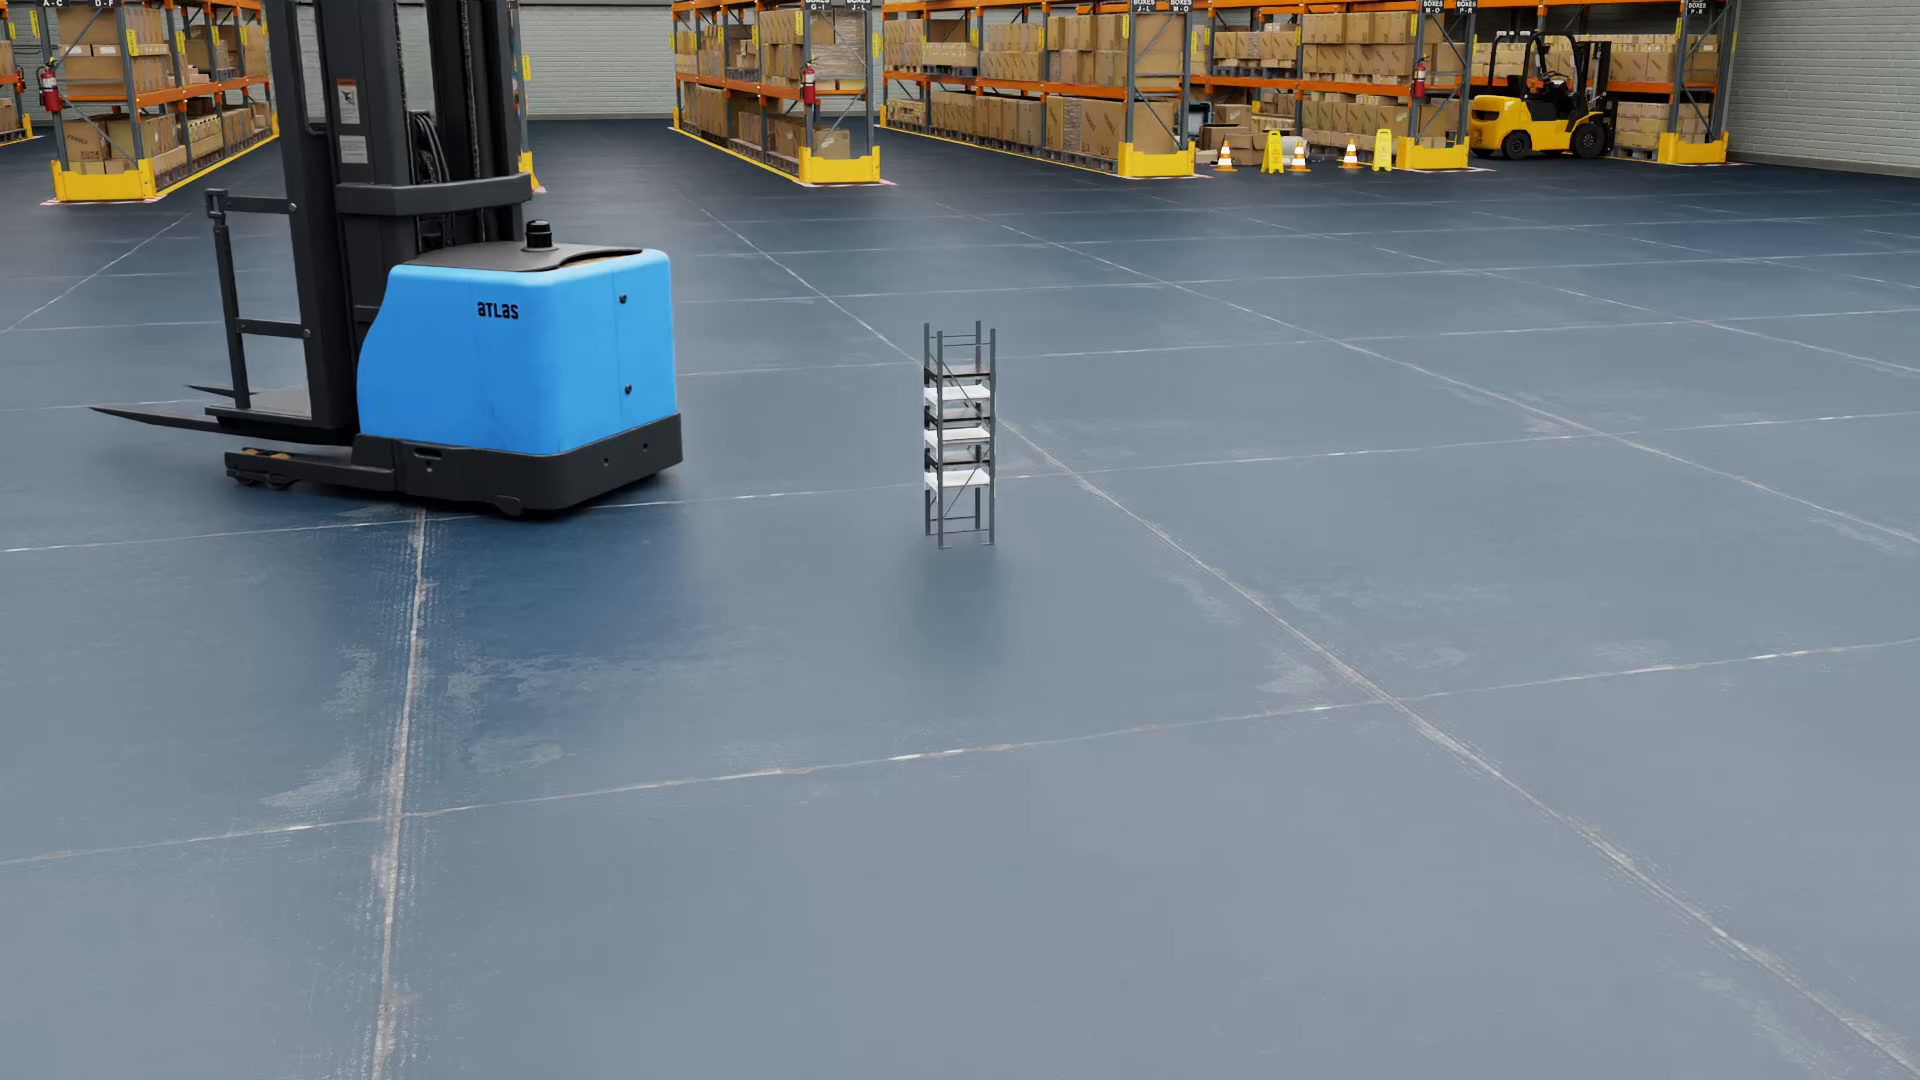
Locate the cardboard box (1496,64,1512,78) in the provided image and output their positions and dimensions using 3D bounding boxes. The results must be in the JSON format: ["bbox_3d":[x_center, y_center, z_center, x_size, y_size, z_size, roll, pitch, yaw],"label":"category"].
[{"bbox_3d":[10.903,-9.215,32.677,0.500,0.250,0.500,-5,17,-16],"label":"cardboard box"}]

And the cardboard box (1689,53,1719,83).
[{"bbox_3d":[12.666,-8.130,28.630,0.500,0.500,0.500,-4,17,-13],"label":"cardboard box"}]

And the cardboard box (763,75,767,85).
[{"bbox_3d":[-3.038,-7.579,27.406,0.380,0.149,0.250,-5,17,-15],"label":"cardboard box"}]

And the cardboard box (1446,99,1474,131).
[{"bbox_3d":[10.682,-8.846,34.585,0.875,0.625,0.625,-4,17,-13],"label":"cardboard box"}]

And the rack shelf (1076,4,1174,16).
[{"bbox_3d":[3.916,-12.494,39.369,1.077,0.370,4.000,-5,17,-15],"label":"rack shelf"}]

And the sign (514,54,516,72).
[{"bbox_3d":[-7.094,-7.634,26.671,0.100,0.325,0.005,-5,17,-15],"label":"sign"}]

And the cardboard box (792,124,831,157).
[{"bbox_3d":[-2.382,-6.419,26.724,0.500,0.500,0.500,-6,18,-20],"label":"cardboard box"}]

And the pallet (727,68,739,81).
[{"bbox_3d":[-3.665,-8.679,30.963,1.213,0.211,1.003,-5,17,-15],"label":"pallet"}]

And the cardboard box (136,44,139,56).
[{"bbox_3d":[-11.401,-6.660,22.609,0.380,0.149,0.250,-5,17,-16],"label":"cardboard box"}]

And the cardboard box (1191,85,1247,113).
[{"bbox_3d":[5.455,-9.124,35.075,0.875,0.875,0.875,-5,17,-16],"label":"cardboard box"}]

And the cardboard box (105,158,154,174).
[{"bbox_3d":[-11.224,-5.014,22.480,0.500,0.250,0.500,-5,17,-15],"label":"cardboard box"}]

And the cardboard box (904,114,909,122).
[{"bbox_3d":[-1.091,-9.775,38.505,0.380,0.149,0.250,-5,17,-15],"label":"cardboard box"}]

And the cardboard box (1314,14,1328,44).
[{"bbox_3d":[6.696,-9.024,29.349,0.700,0.500,0.500,-5,17,-15],"label":"cardboard box"}]

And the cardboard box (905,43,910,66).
[{"bbox_3d":[-0.947,-11.013,37.710,0.500,0.500,0.500,-5,17,-16],"label":"cardboard box"}]

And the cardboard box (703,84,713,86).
[{"bbox_3d":[-5.167,-9.438,36.121,0.875,0.875,0.875,-5,17,-15],"label":"cardboard box"}]

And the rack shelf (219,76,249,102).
[{"bbox_3d":[-14.039,-8.386,30.905,1.077,0.370,4.000,-5,17,-15],"label":"rack shelf"}]

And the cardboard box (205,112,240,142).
[{"bbox_3d":[-13.622,-7.622,30.694,0.500,0.500,0.500,-5,17,-16],"label":"cardboard box"}]

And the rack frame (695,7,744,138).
[{"bbox_3d":[-5.062,-10.066,35.247,1.000,3.000,0.127,-5,17,-15],"label":"rack frame"}]

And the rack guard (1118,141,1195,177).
[{"bbox_3d":[3.039,-5.907,25.747,1.175,0.500,0.348,-5,17,-15],"label":"rack guard"}]

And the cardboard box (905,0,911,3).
[{"bbox_3d":[-0.926,-12.188,37.361,0.500,0.250,0.500,-5,17,-16],"label":"cardboard box"}]

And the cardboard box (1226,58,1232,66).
[{"bbox_3d":[5.552,-9.559,33.266,0.380,0.149,0.250,-6,18,-19],"label":"cardboard box"}]

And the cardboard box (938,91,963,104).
[{"bbox_3d":[-0.168,-9.420,35.411,0.500,0.250,0.500,-4,17,-14],"label":"cardboard box"}]

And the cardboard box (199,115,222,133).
[{"bbox_3d":[-13.108,-7.204,28.797,0.500,0.311,0.500,-4,17,-14],"label":"cardboard box"}]

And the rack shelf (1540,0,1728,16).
[{"bbox_3d":[11.986,-9.568,29.629,1.077,0.370,4.000,-5,17,-15],"label":"rack shelf"}]

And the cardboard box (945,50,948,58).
[{"bbox_3d":[-0.097,-10.004,34.231,0.380,0.149,0.250,-4,17,-14],"label":"cardboard box"}]

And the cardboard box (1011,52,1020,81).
[{"bbox_3d":[1.255,-8.668,30.419,0.500,0.500,0.500,-5,17,-15],"label":"cardboard box"}]

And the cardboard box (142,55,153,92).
[{"bbox_3d":[-11.835,-6.570,23.437,0.700,0.500,0.500,-4,17,-14],"label":"cardboard box"}]

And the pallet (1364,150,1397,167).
[{"bbox_3d":[7.554,-6.443,28.034,1.003,0.211,1.213,-5,17,-15],"label":"pallet"}]

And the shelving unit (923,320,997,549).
[{"bbox_3d":[-0.002,-0.433,6.830,0.258,0.900,0.210,-5,17,-15],"label":"shelving unit"}]

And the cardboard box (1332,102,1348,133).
[{"bbox_3d":[6.866,-7.404,29.134,0.500,0.500,0.500,-4,17,-12],"label":"cardboard box"}]

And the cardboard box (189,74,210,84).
[{"bbox_3d":[-12.976,-7.830,28.240,0.380,0.149,0.250,-5,17,-15],"label":"cardboard box"}]

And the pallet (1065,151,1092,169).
[{"bbox_3d":[2.406,-6.327,27.647,1.003,0.211,1.213,-5,17,-15],"label":"pallet"}]

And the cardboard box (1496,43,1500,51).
[{"bbox_3d":[10.812,-9.747,32.884,0.380,0.149,0.250,-5,17,-17],"label":"cardboard box"}]

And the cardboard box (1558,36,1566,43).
[{"bbox_3d":[11.414,-9.355,31.064,0.380,0.149,0.250,-4,17,-14],"label":"cardboard box"}]

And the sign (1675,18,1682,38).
[{"bbox_3d":[12.010,-8.552,27.784,0.100,0.325,0.005,-5,17,-15],"label":"sign"}]

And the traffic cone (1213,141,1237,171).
[{"bbox_3d":[4.252,-6.155,26.637,0.336,0.463,0.334,-5,17,-15],"label":"traffic cone"}]

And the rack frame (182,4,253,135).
[{"bbox_3d":[-14.588,-9.283,32.643,1.000,3.000,0.127,-5,17,-15],"label":"rack frame"}]

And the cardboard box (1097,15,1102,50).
[{"bbox_3d":[2.704,-8.116,26.618,0.875,0.550,0.550,-5,17,-15],"label":"cardboard box"}]

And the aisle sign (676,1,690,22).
[{"bbox_3d":[-6.470,-12.413,38.544,0.394,0.787,0.004,-5,17,-15],"label":"aisle sign"}]

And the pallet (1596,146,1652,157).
[{"bbox_3d":[11.953,-7.133,30.331,1.003,0.211,1.213,-5,17,-15],"label":"pallet"}]

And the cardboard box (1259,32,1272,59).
[{"bbox_3d":[6.043,-9.418,31.669,0.500,0.500,0.500,-4,17,-13],"label":"cardboard box"}]

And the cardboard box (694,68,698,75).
[{"bbox_3d":[-5.461,-10.004,35.478,0.380,0.149,0.250,-5,17,-15],"label":"cardboard box"}]

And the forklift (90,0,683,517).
[{"bbox_3d":[-2.888,-1.769,7.747,3.031,2.935,1.130,7,18,23],"label":"forklift"}]

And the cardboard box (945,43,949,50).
[{"bbox_3d":[-0.095,-10.146,34.188,0.380,0.149,0.250,-4,17,-13],"label":"cardboard box"}]

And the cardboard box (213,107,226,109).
[{"bbox_3d":[-15.018,-8.432,33.389,0.500,0.500,0.500,-5,17,-15],"label":"cardboard box"}]

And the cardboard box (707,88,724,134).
[{"bbox_3d":[-4.370,-8.582,33.273,1.225,0.875,0.875,-5,17,-15],"label":"cardboard box"}]

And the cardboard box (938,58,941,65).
[{"bbox_3d":[-0.236,-10.004,34.750,0.380,0.149,0.250,-5,17,-16],"label":"cardboard box"}]

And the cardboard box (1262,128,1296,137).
[{"bbox_3d":[5.651,-7.036,29.503,0.500,0.500,0.500,7,18,23],"label":"cardboard box"}]

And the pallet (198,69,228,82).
[{"bbox_3d":[-13.743,-8.267,29.593,1.213,0.211,1.003,-5,17,-15],"label":"pallet"}]

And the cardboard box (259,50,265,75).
[{"bbox_3d":[-15.157,-10.192,35.495,0.500,0.500,0.500,-5,17,-15],"label":"cardboard box"}]

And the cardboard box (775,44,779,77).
[{"bbox_3d":[-2.462,-7.642,26.489,0.875,0.500,0.500,-5,17,-15],"label":"cardboard box"}]
